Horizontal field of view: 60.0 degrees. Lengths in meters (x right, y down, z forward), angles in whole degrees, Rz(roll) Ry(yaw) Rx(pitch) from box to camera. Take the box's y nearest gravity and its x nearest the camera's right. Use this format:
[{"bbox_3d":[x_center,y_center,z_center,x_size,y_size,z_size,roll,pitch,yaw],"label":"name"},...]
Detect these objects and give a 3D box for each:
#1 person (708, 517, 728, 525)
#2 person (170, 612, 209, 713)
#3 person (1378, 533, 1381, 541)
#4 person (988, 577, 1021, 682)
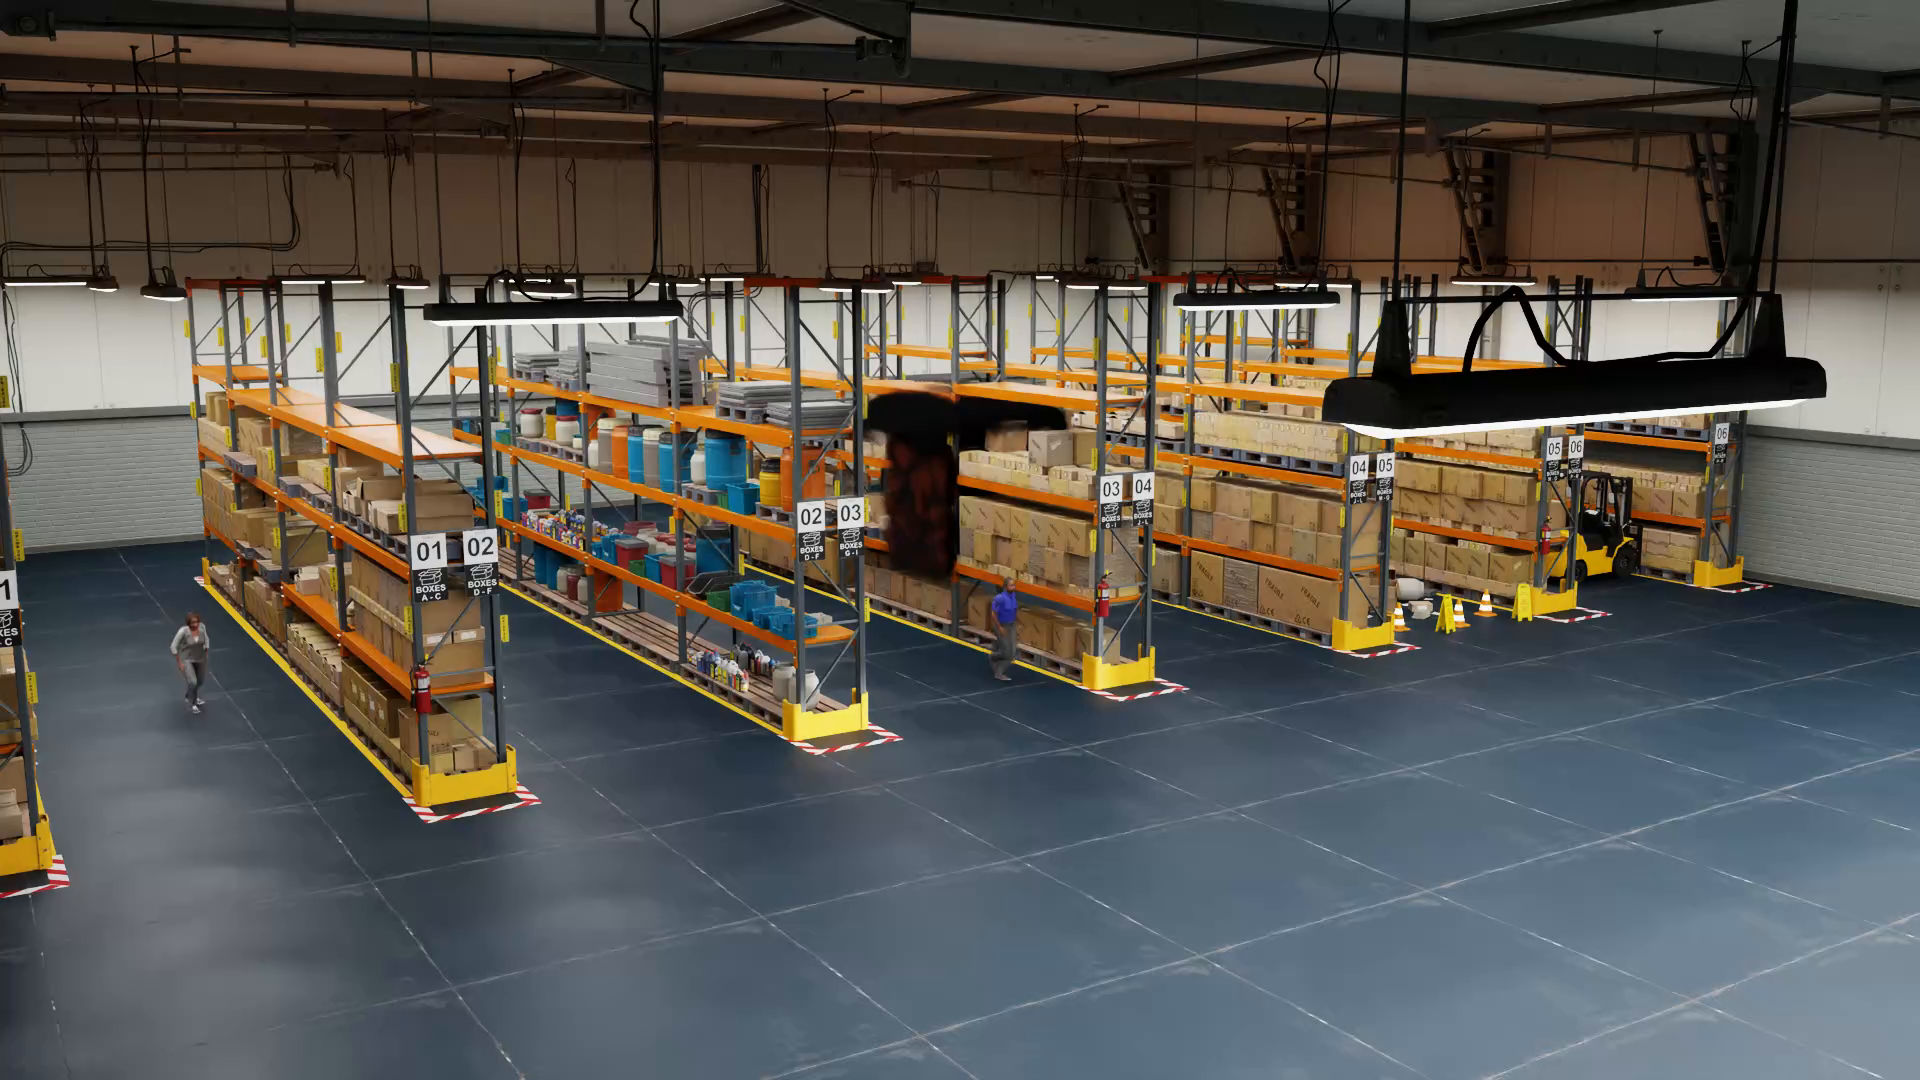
[{"bbox_3d":[-4.827,-0.028,33.256,0.514,1.626,0.825,-5,11,-26],"label":"person"},{"bbox_3d":[-10.859,1.702,23.445,0.760,1.482,0.586,6,11,33],"label":"person"},{"bbox_3d":[9.202,-0.401,35.603,0.559,1.617,0.735,-7,12,-37],"label":"person"},{"bbox_3d":[0.642,1.337,25.206,0.573,1.596,0.533,-9,13,-42],"label":"person"}]
